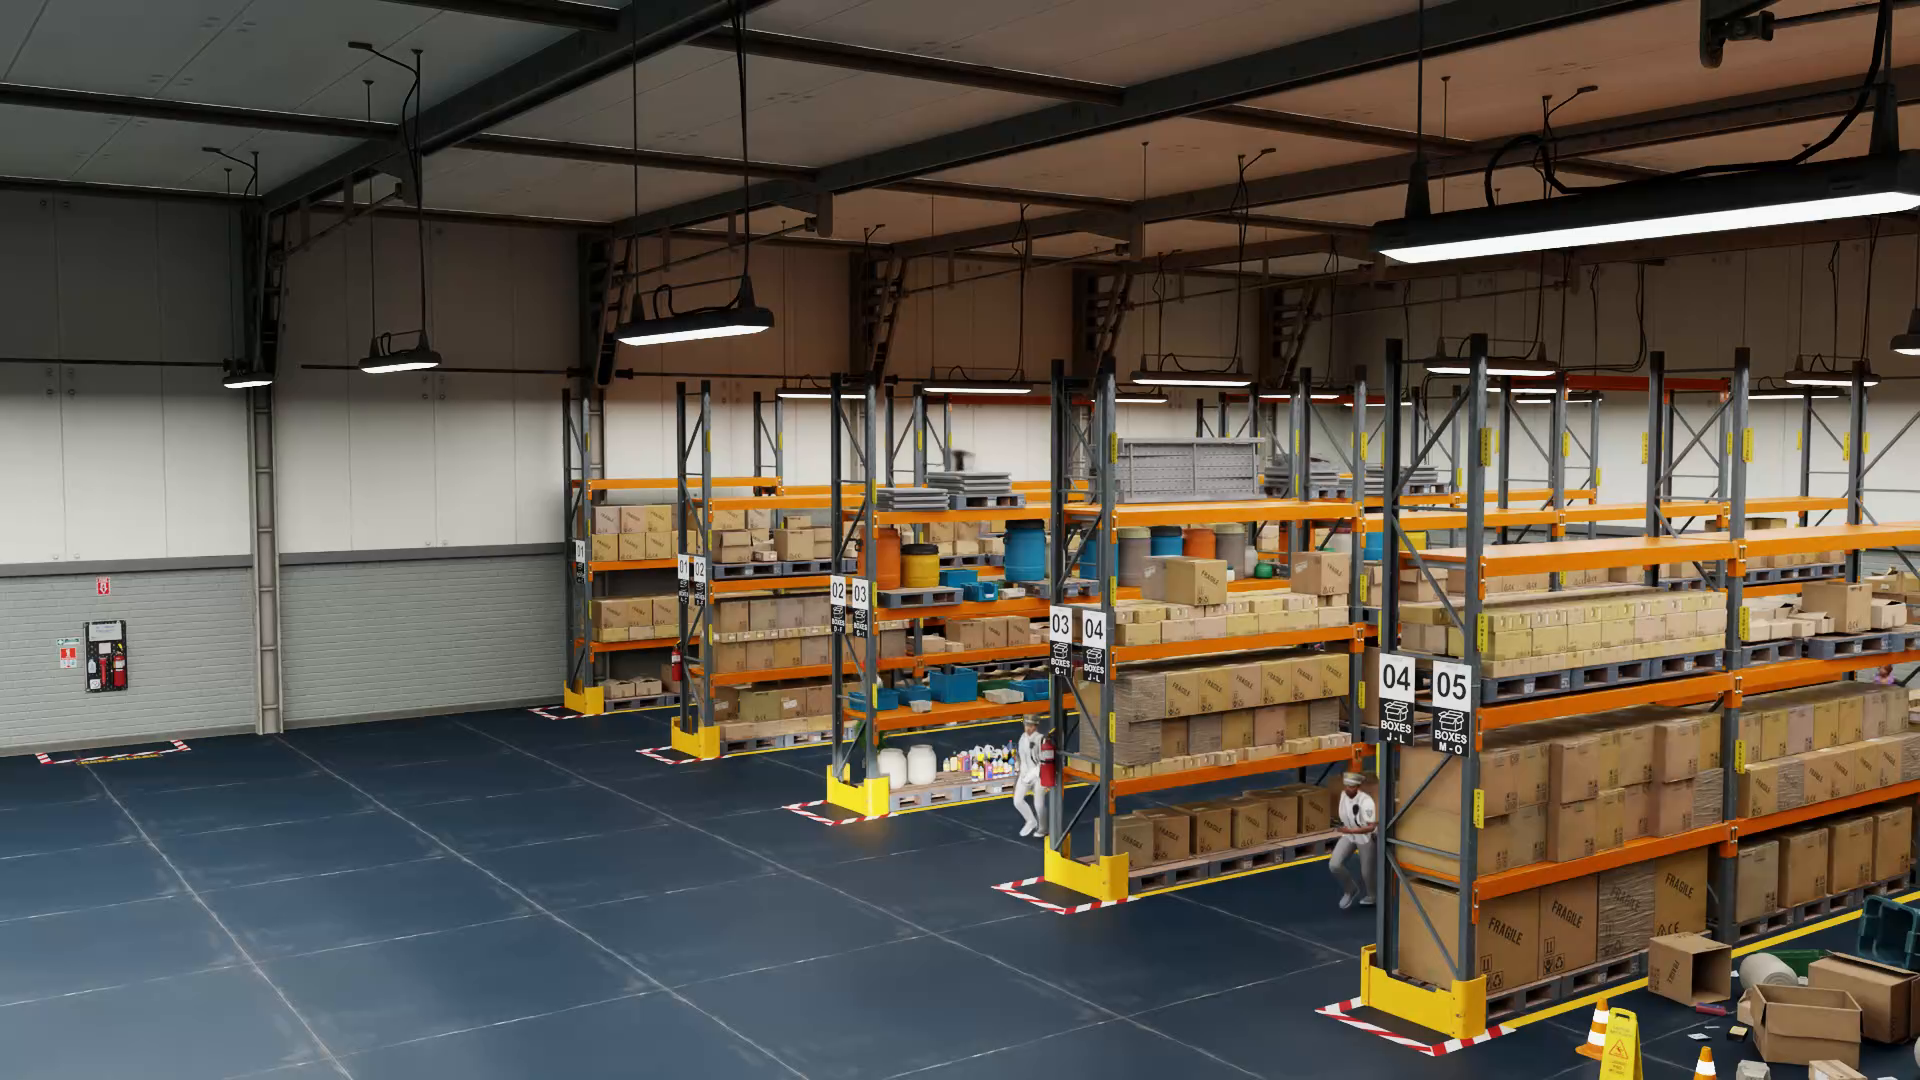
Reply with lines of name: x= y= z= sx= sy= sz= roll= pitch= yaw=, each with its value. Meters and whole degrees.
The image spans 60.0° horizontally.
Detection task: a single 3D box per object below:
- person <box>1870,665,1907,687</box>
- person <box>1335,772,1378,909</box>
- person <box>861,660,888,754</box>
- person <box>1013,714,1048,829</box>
person: x=14.431 y=2.614 z=25.933 sx=0.809 sy=1.491 sz=0.531 roll=-3 pitch=5 yaw=-41
person: x=4.278 y=3.221 z=17.898 sx=0.584 sy=1.545 sz=0.959 roll=3 pitch=5 yaw=42
person: x=-1.461 y=2.242 z=30.073 sx=6.447 sy=1.516 sz=8.115 roll=-3 pitch=5 yaw=-39
person: x=0.894 y=2.951 z=21.029 sx=0.490 sy=1.549 sz=0.762 roll=3 pitch=5 yaw=37
